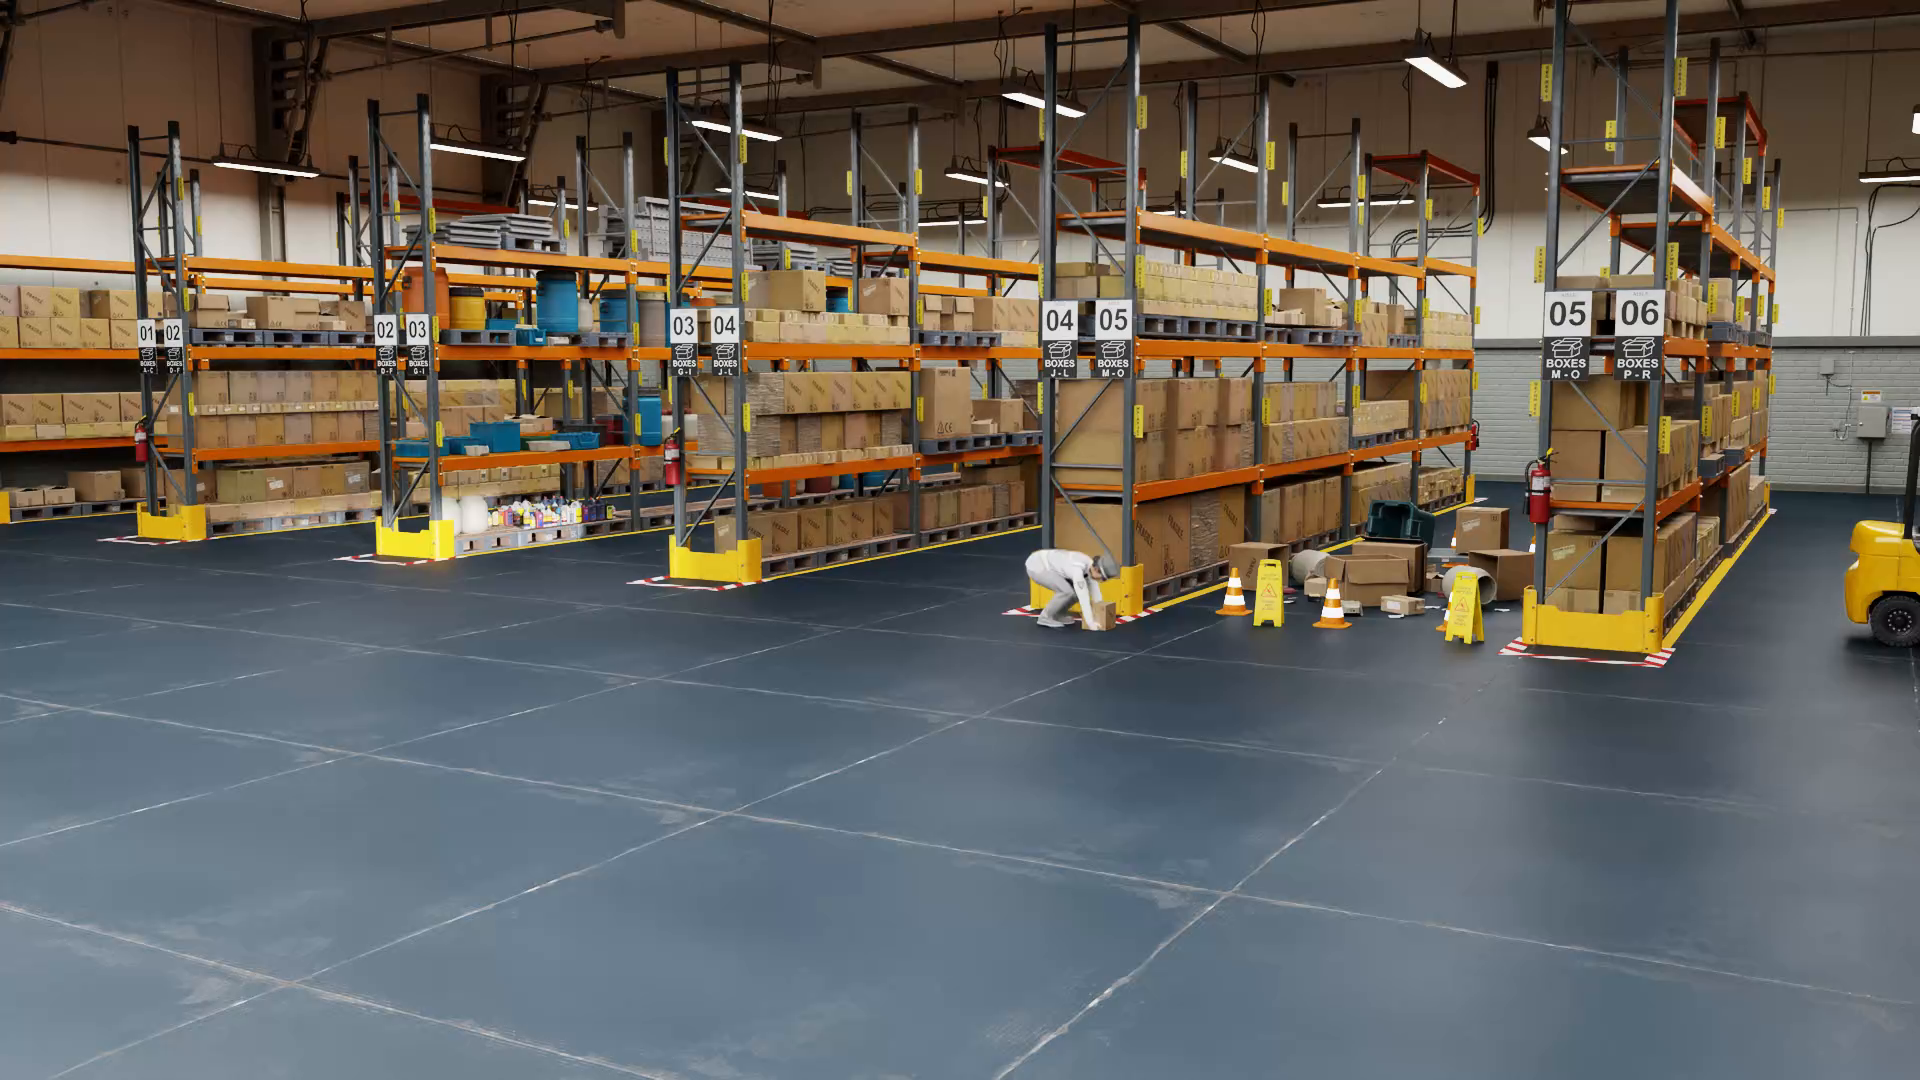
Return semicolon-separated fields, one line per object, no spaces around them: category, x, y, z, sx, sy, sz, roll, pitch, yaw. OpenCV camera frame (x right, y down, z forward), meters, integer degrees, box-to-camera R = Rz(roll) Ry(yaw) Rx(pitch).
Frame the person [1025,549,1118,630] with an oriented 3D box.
person;1.090;0.477;16.247;0.912;0.773;0.461;3;7;27
